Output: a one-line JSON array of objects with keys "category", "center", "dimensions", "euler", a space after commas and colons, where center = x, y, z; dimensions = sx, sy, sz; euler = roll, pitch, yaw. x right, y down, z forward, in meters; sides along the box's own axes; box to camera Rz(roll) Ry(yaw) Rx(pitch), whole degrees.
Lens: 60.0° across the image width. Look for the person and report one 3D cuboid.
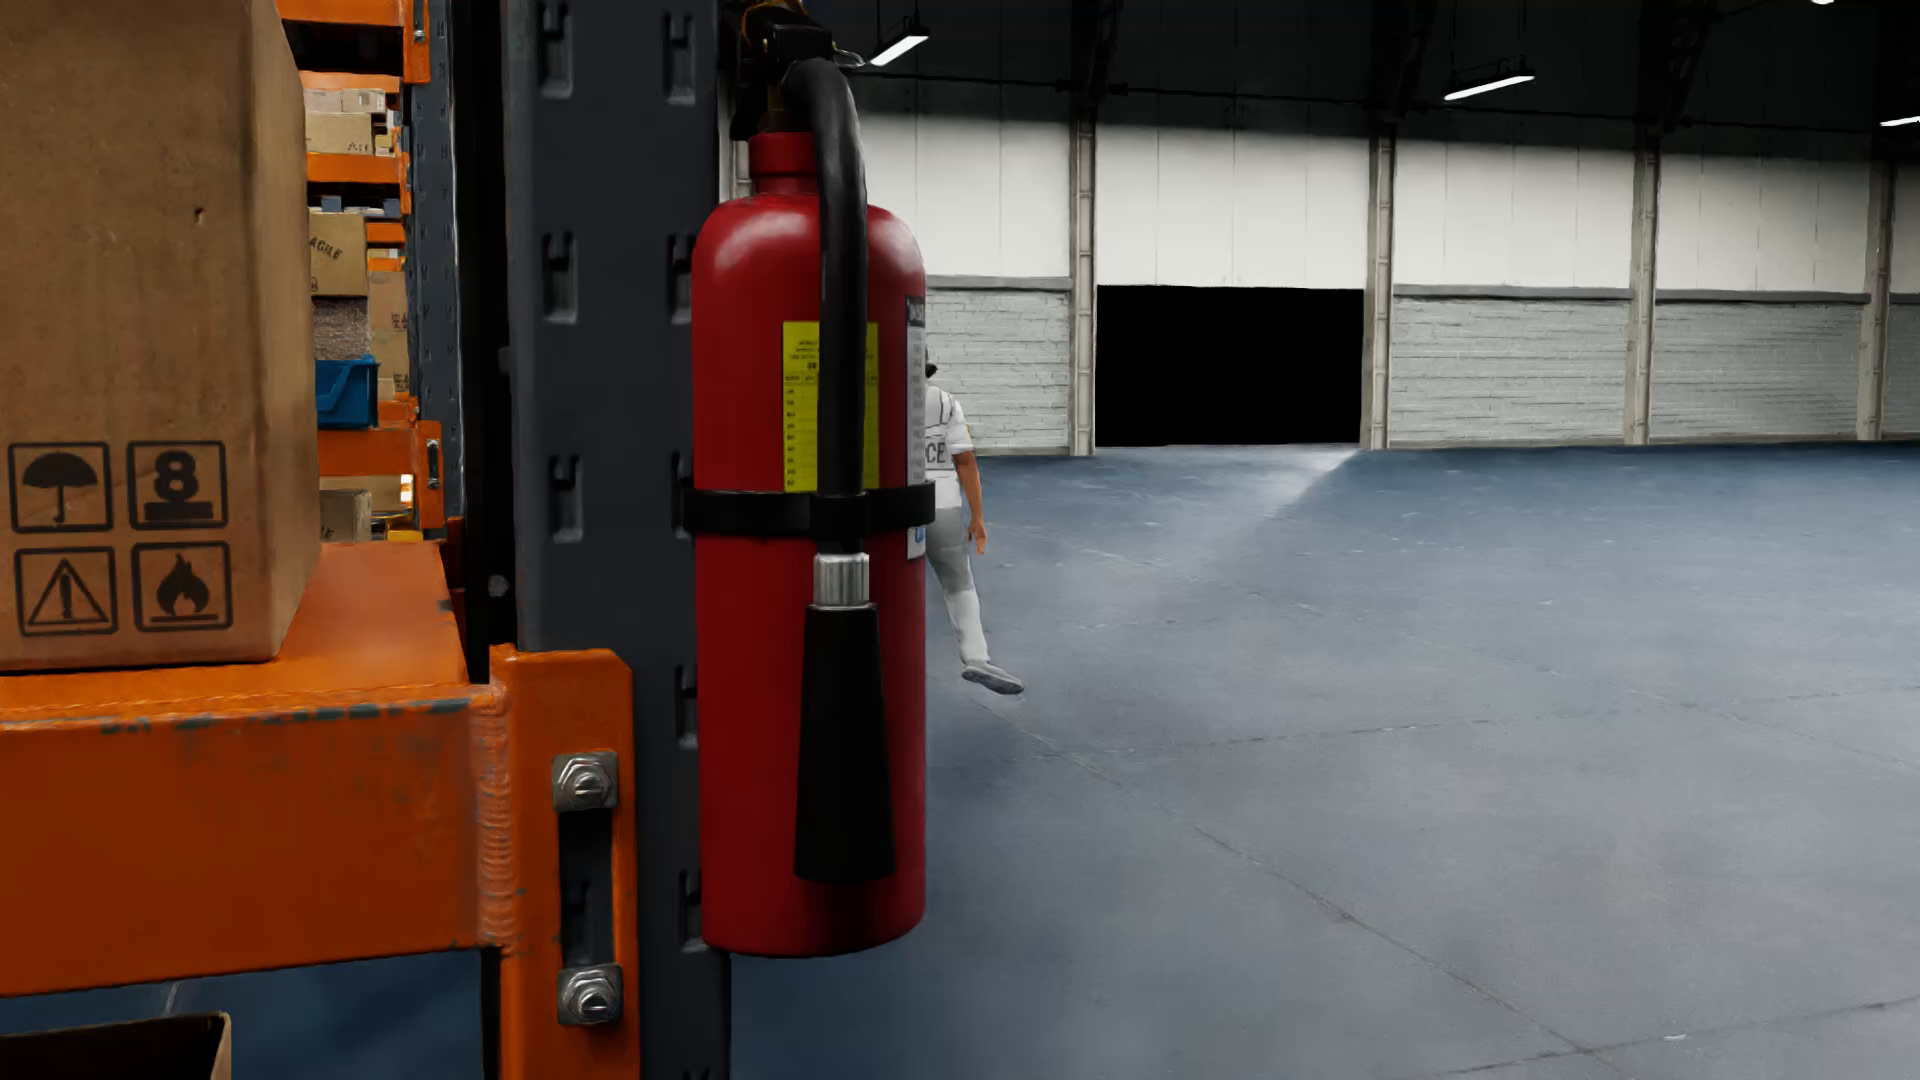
[{"category": "person", "center": [-0.106, -0.067, 7.259], "dimensions": [0.681, 1.659, 0.586], "euler": [-1, 6, -13]}]
